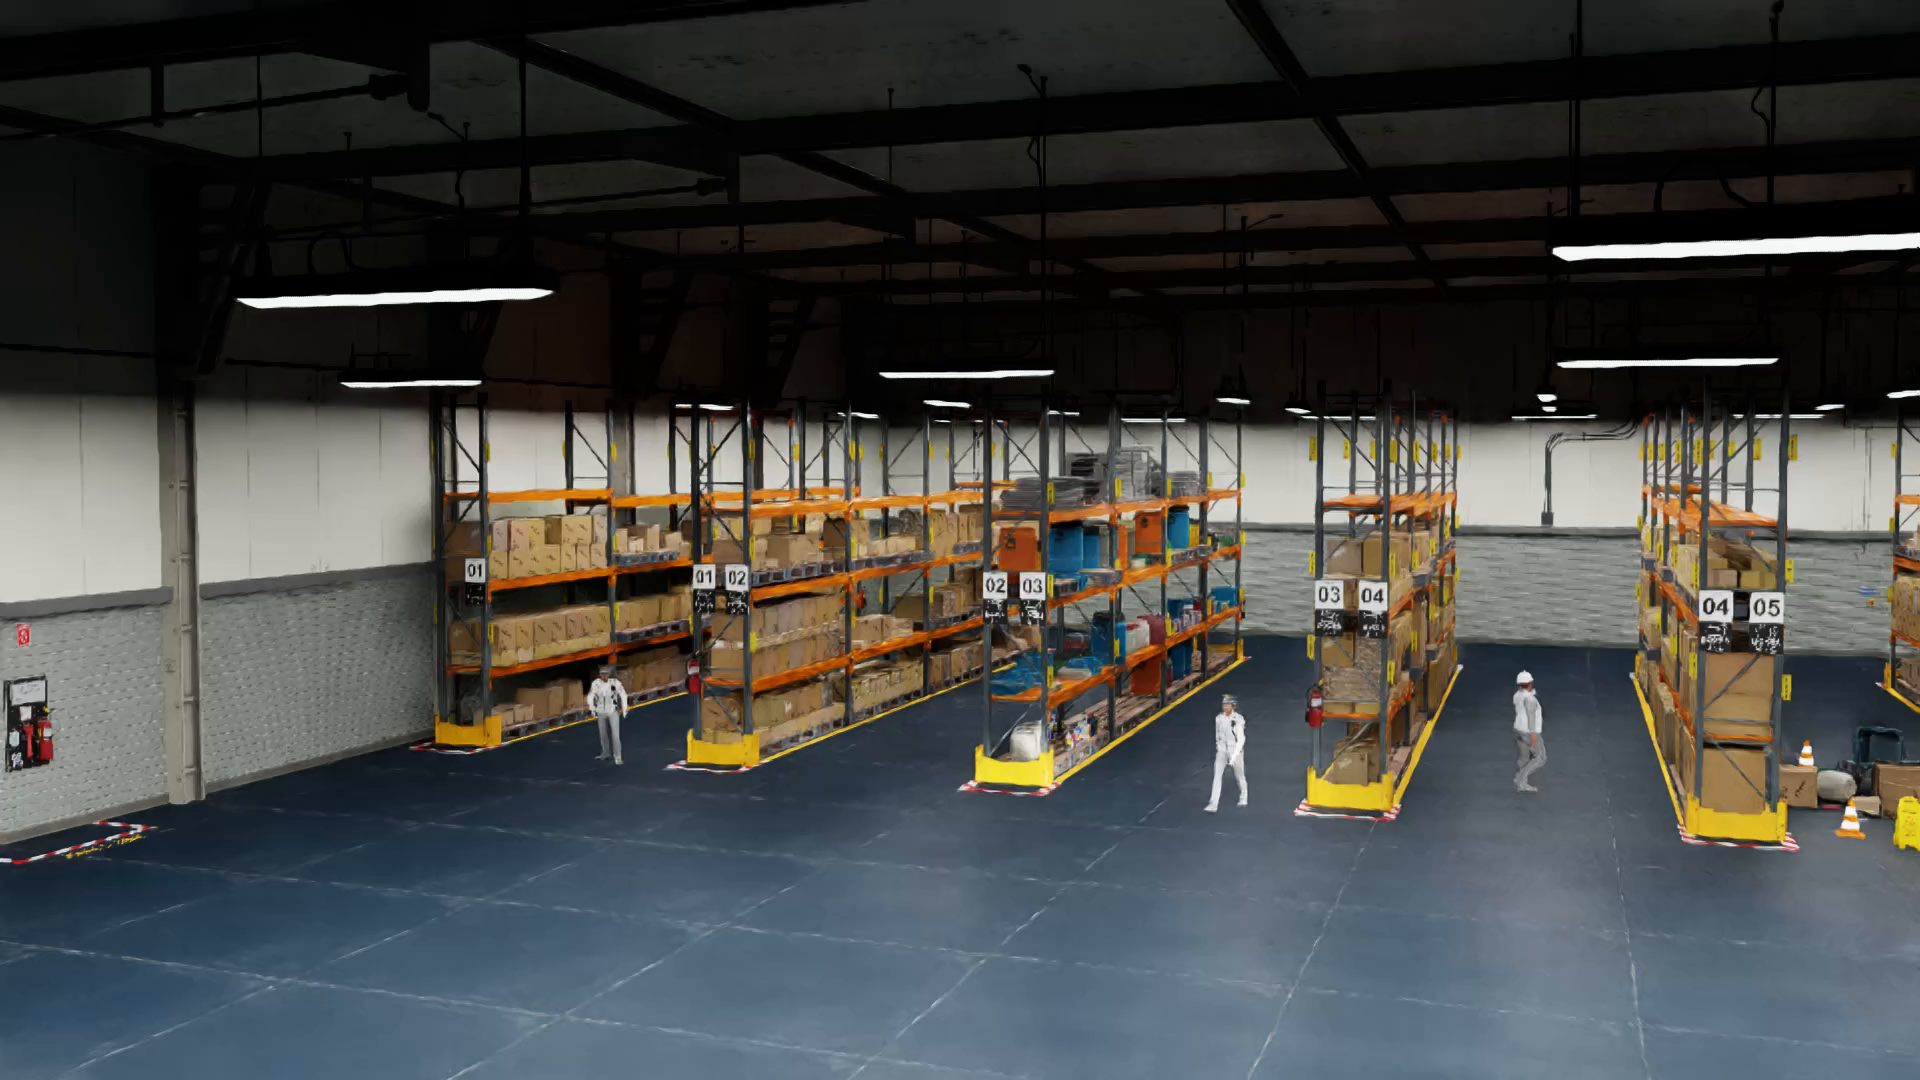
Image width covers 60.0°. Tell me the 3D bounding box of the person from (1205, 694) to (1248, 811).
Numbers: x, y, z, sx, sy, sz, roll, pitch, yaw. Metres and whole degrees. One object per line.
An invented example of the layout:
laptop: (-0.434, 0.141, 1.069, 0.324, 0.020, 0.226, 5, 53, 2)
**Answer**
person: (3.762, 2.941, 23.183, 0.482, 1.616, 0.997, 2, 3, 29)

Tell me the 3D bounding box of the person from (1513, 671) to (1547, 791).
person: (8.317, 2.815, 24.424, 0.437, 1.770, 0.569, 0, 3, -6)

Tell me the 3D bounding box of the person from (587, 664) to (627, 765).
person: (-5.643, 2.773, 26.704, 0.639, 1.598, 0.807, 0, 3, 3)
